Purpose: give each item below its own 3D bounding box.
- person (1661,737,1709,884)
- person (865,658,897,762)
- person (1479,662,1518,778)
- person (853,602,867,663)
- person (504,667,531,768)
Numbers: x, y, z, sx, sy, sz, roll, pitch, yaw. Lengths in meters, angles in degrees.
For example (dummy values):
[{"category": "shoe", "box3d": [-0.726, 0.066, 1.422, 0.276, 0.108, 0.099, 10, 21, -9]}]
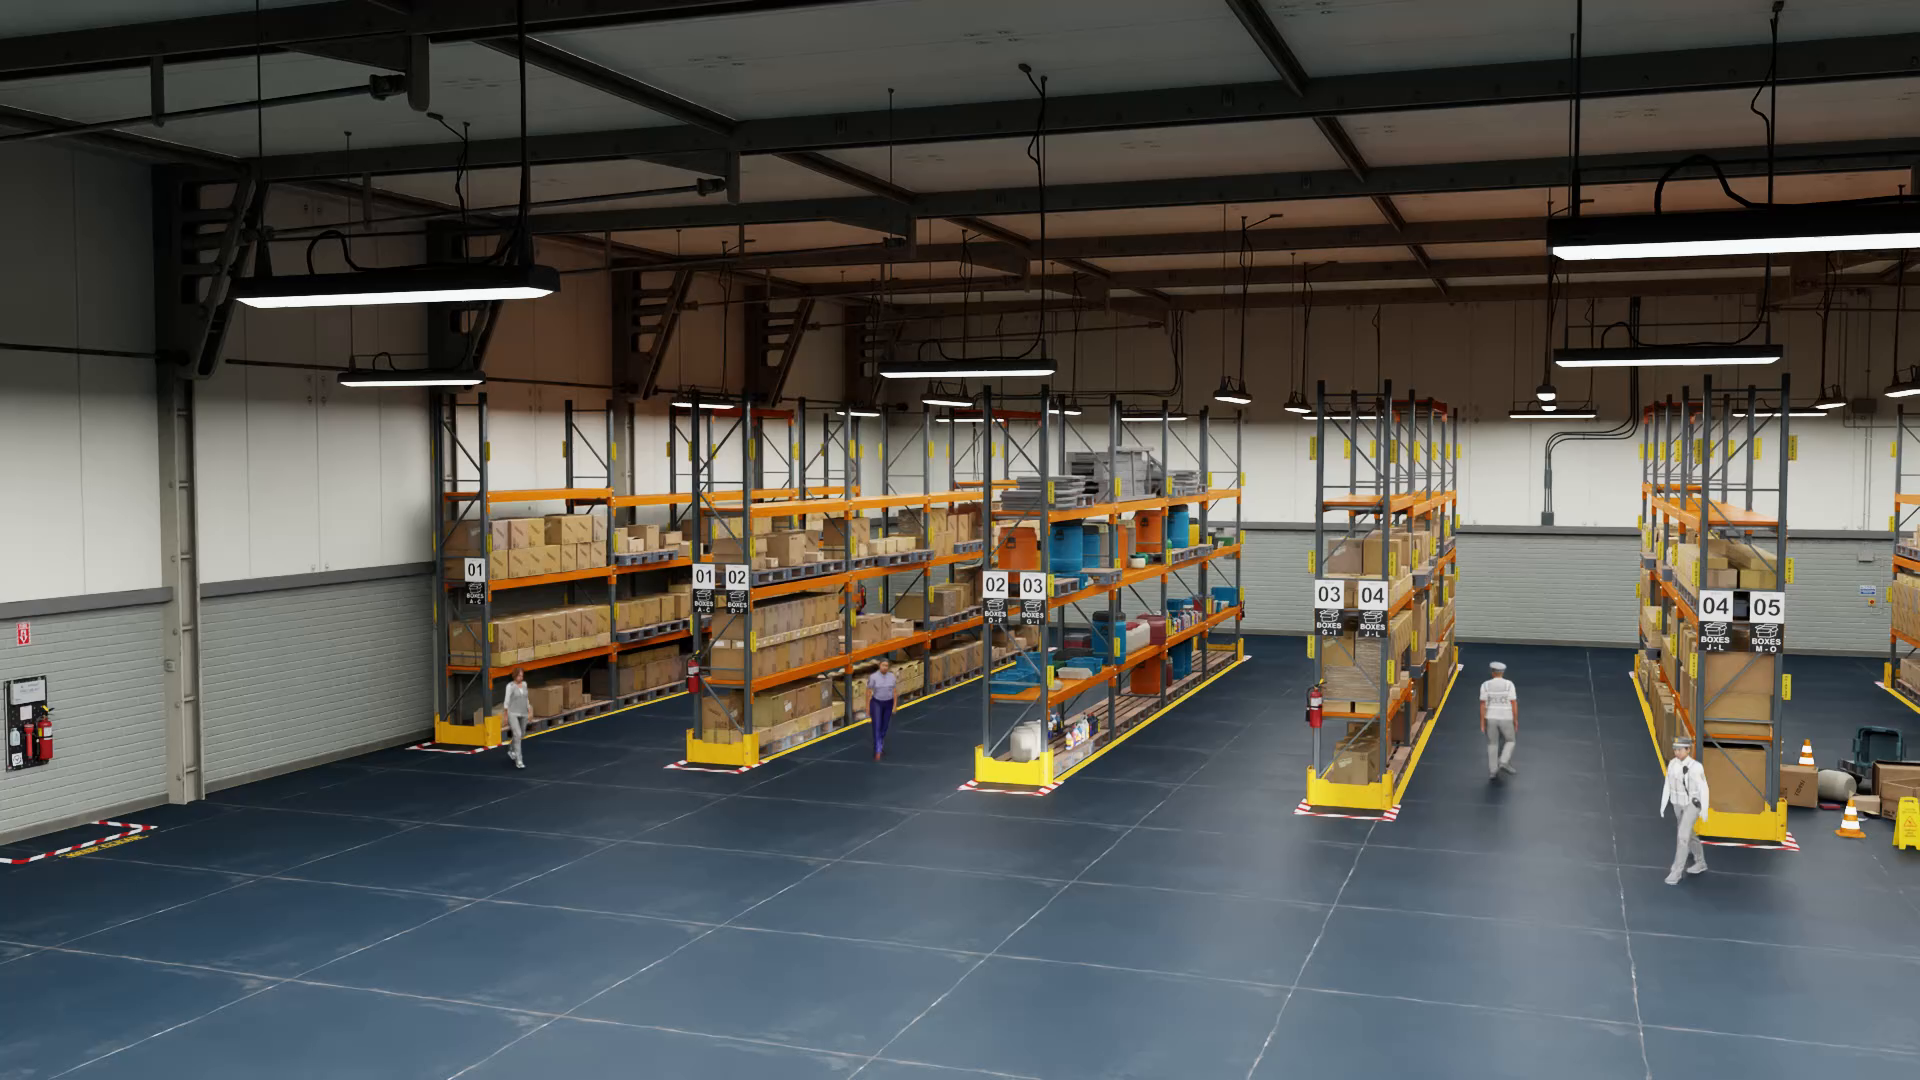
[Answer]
[{"category": "person", "box3d": [8.476, 3.128, 19.495, 0.828, 1.647, 0.509, -1, 3, -19]}, {"category": "person", "box3d": [-1.293, 2.755, 27.210, 0.532, 1.673, 0.758, -2, 3, -29]}, {"category": "person", "box3d": [8.254, 2.759, 25.479, 0.578, 1.756, 0.493, 2, 3, 29]}, {"category": "person", "box3d": [-2.288, 2.194, 37.213, 0.470, 1.605, 0.968, 0, 3, 5]}, {"category": "person", "box3d": [-7.090, 2.803, 26.571, 0.792, 1.564, 0.428, 2, 4, 37]}]
